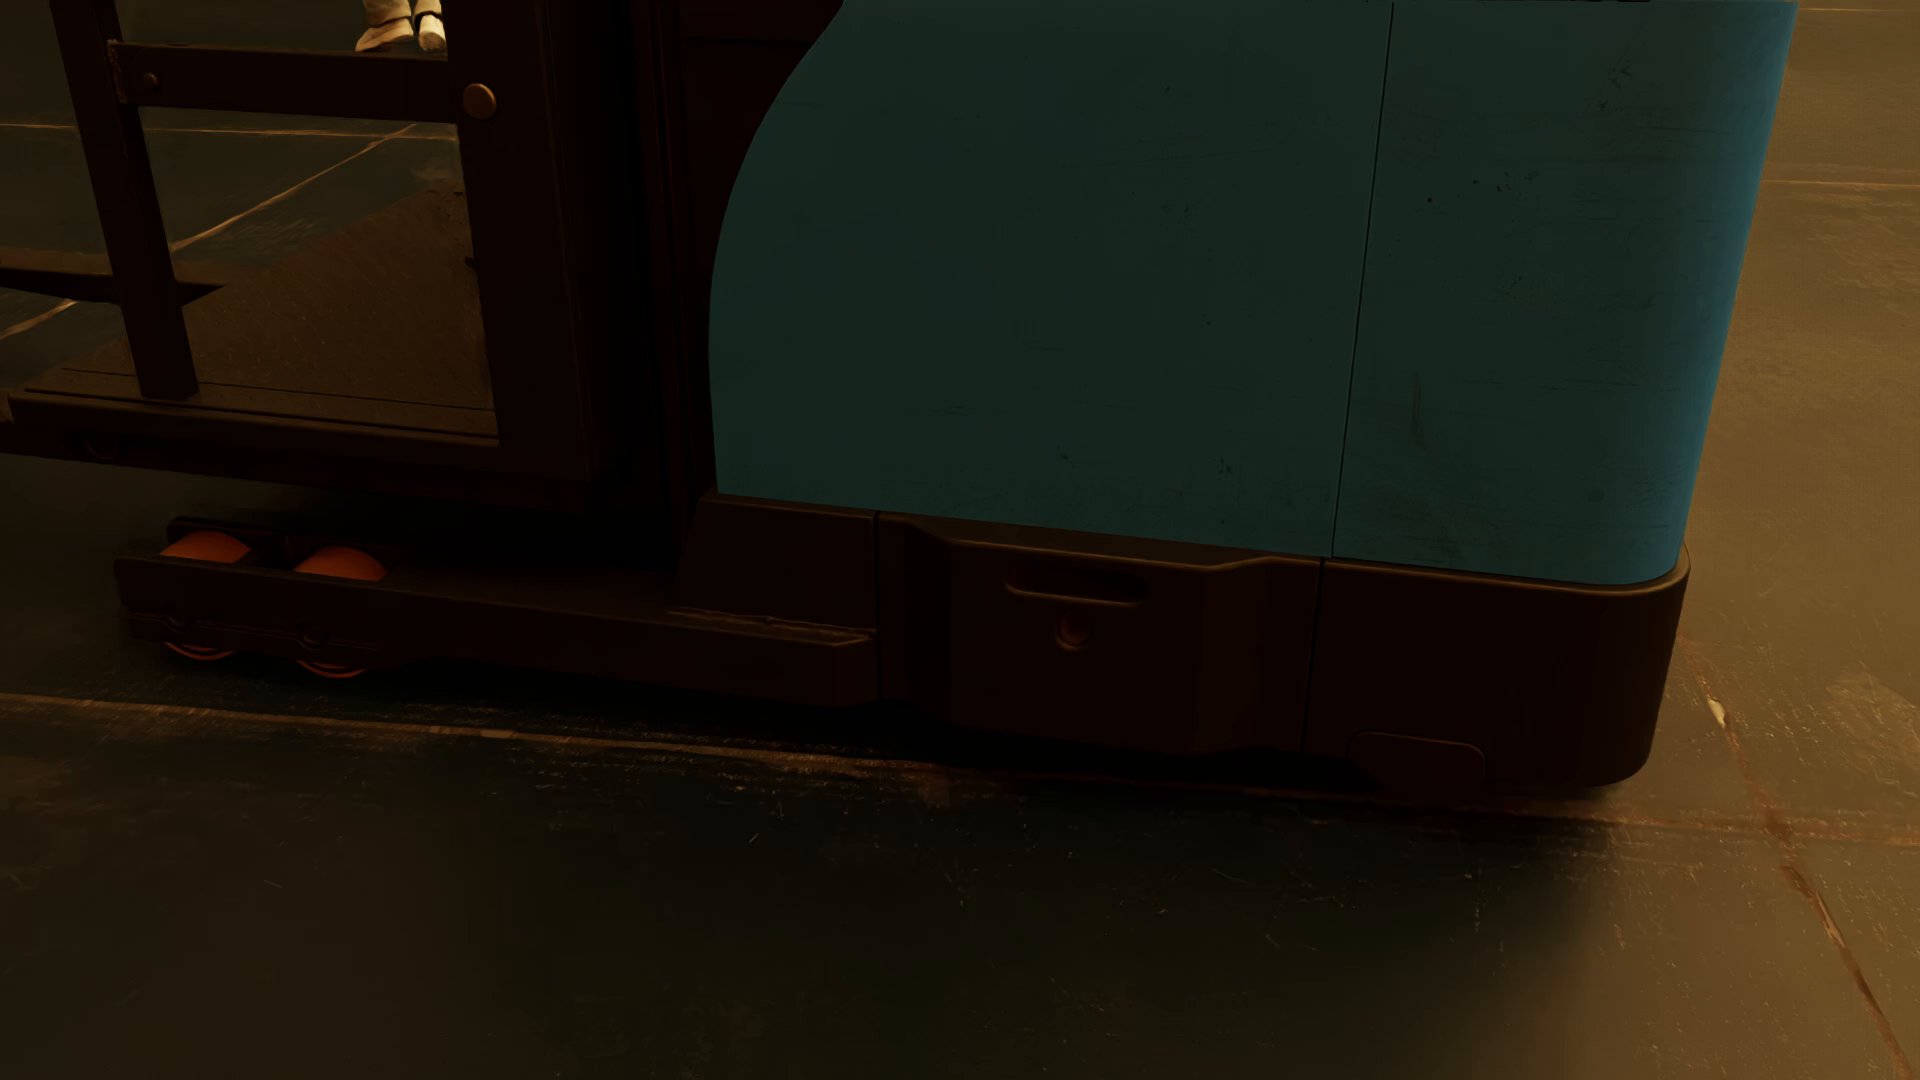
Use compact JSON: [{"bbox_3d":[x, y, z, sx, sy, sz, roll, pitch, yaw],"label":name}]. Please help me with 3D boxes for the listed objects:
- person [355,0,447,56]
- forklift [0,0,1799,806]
[{"bbox_3d":[-2.001,-2.204,5.377,0.749,1.406,0.969,-23,35,-39],"label":"person"},{"bbox_3d":[-0.600,-1.355,1.932,3.031,2.935,1.130,6,27,12],"label":"forklift"}]
